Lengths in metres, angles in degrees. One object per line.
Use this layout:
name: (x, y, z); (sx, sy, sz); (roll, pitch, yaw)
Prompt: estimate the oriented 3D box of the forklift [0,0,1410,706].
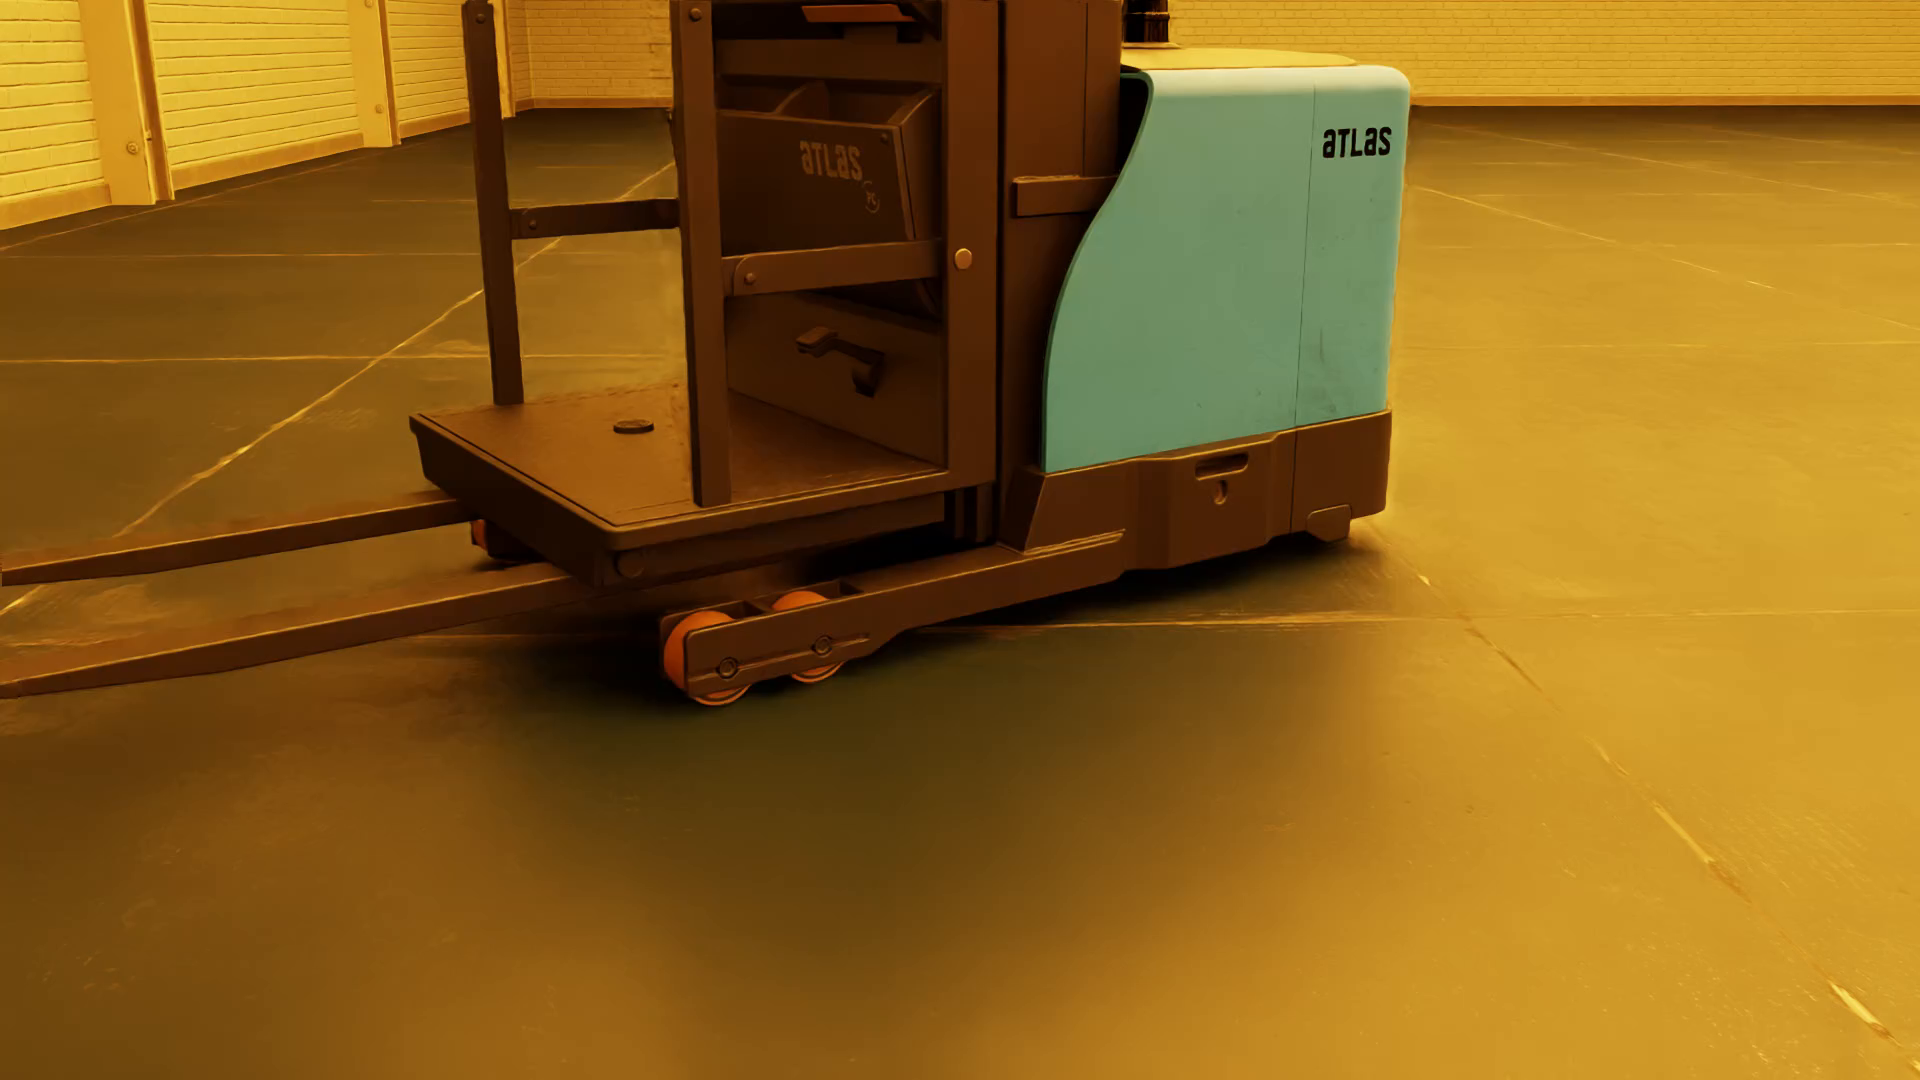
forklift: (-0.495, -1.282, 3.099); (3.031, 2.935, 1.130); (-11, 20, -33)
